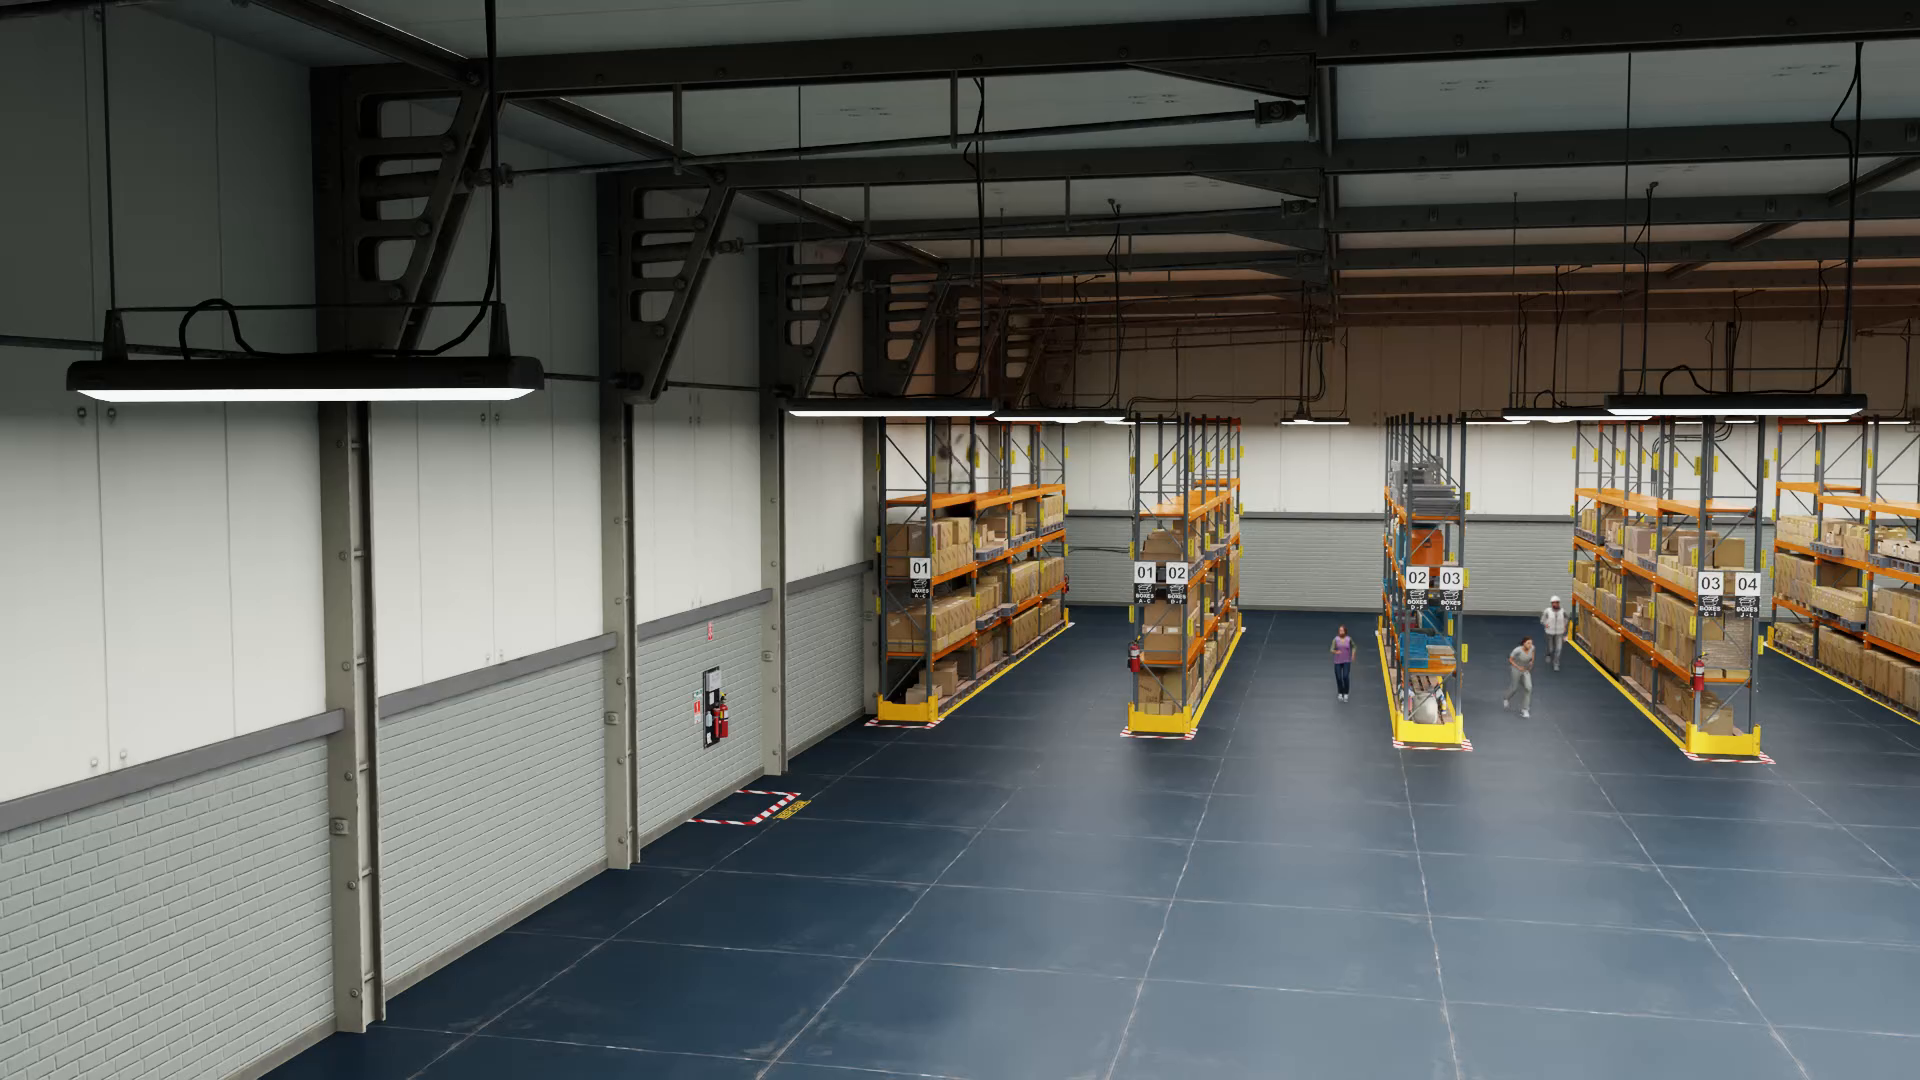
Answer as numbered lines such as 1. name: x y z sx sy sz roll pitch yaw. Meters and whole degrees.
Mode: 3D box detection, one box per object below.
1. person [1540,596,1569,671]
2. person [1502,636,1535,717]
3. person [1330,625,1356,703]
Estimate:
1. person: 14.064 2.188 39.351 0.651 1.754 0.876 1 4 10
2. person: 11.188 2.690 33.329 0.602 1.625 1.005 -1 4 -14
3. person: 7.971 2.580 34.631 0.509 1.604 0.667 1 4 18
